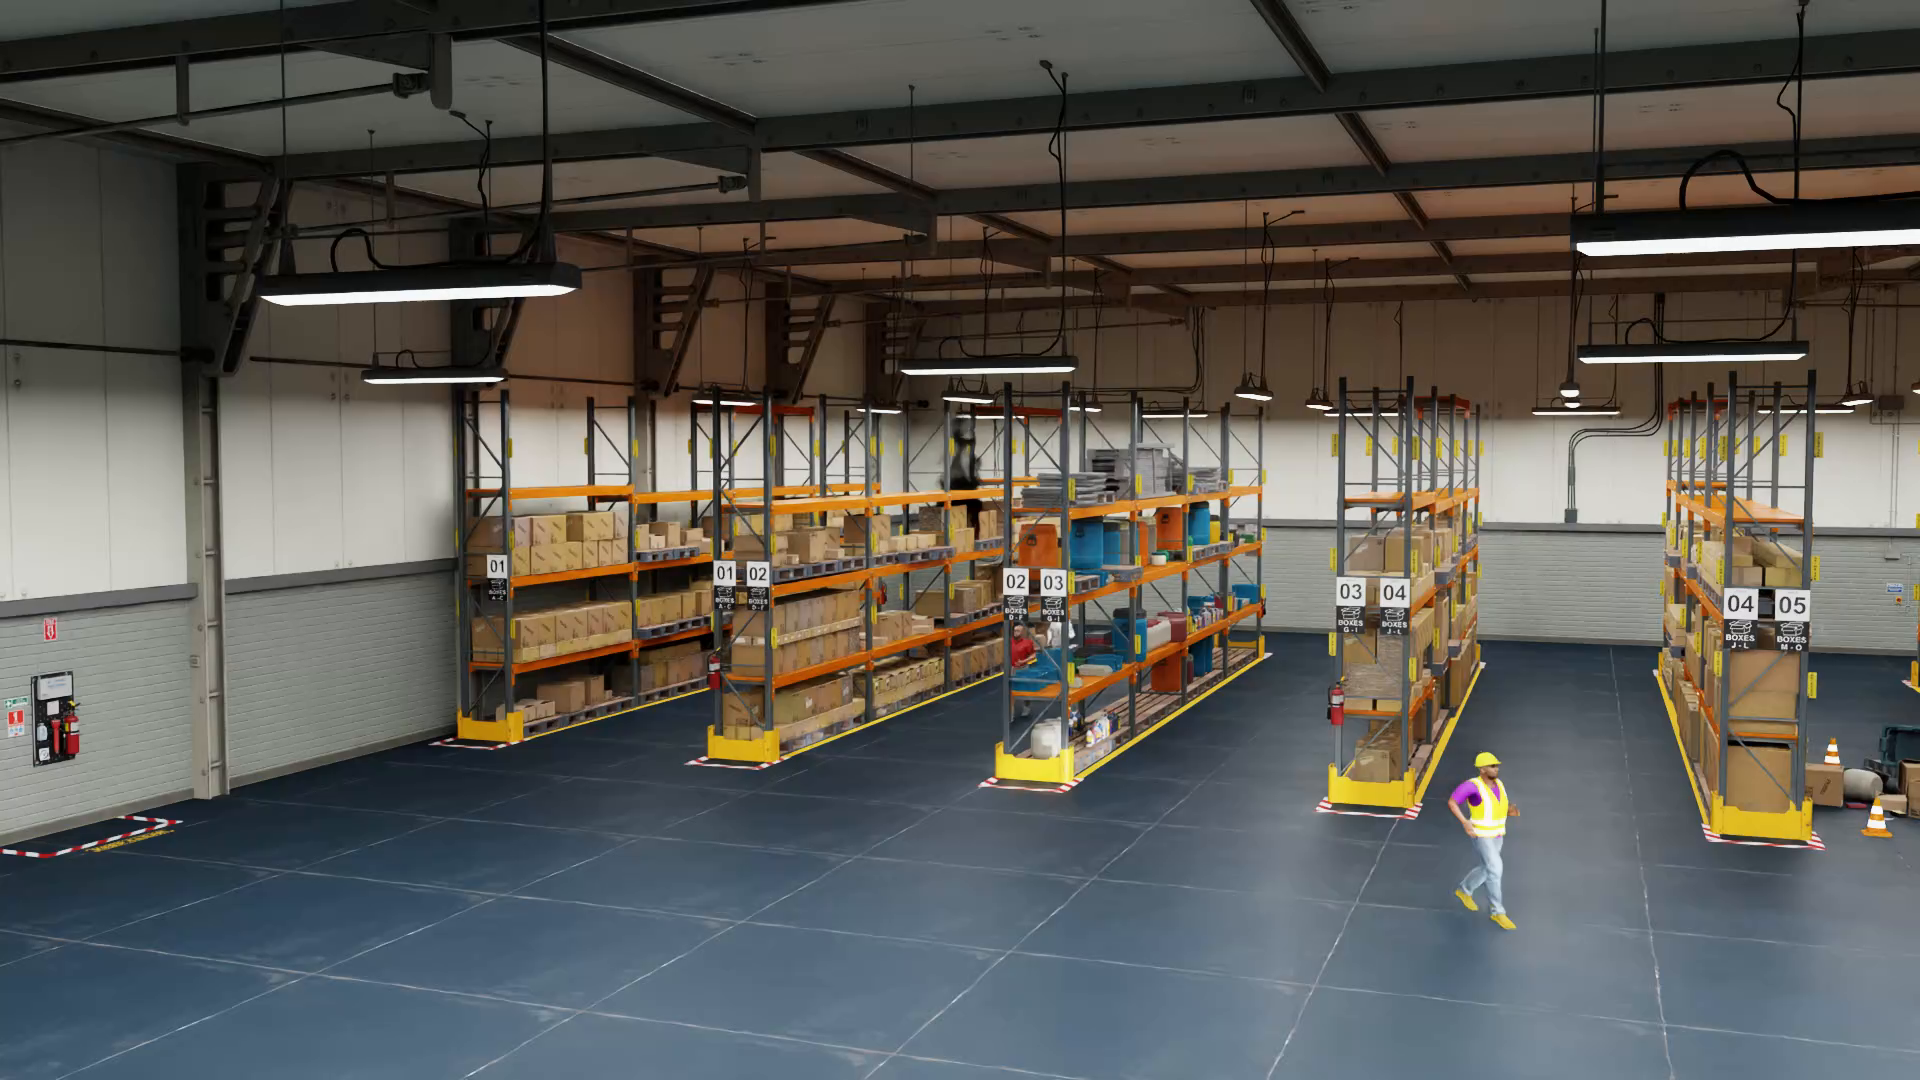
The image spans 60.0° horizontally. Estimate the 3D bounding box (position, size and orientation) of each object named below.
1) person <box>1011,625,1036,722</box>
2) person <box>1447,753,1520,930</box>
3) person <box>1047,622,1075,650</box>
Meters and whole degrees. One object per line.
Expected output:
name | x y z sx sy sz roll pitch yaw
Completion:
person | 1.070 2.452 30.703 0.664 1.757 0.844 1 3 21
person | 5.567 3.137 17.597 0.688 1.787 0.841 -2 4 -37
person | 2.109 2.231 34.971 0.624 1.669 0.875 1 3 14
